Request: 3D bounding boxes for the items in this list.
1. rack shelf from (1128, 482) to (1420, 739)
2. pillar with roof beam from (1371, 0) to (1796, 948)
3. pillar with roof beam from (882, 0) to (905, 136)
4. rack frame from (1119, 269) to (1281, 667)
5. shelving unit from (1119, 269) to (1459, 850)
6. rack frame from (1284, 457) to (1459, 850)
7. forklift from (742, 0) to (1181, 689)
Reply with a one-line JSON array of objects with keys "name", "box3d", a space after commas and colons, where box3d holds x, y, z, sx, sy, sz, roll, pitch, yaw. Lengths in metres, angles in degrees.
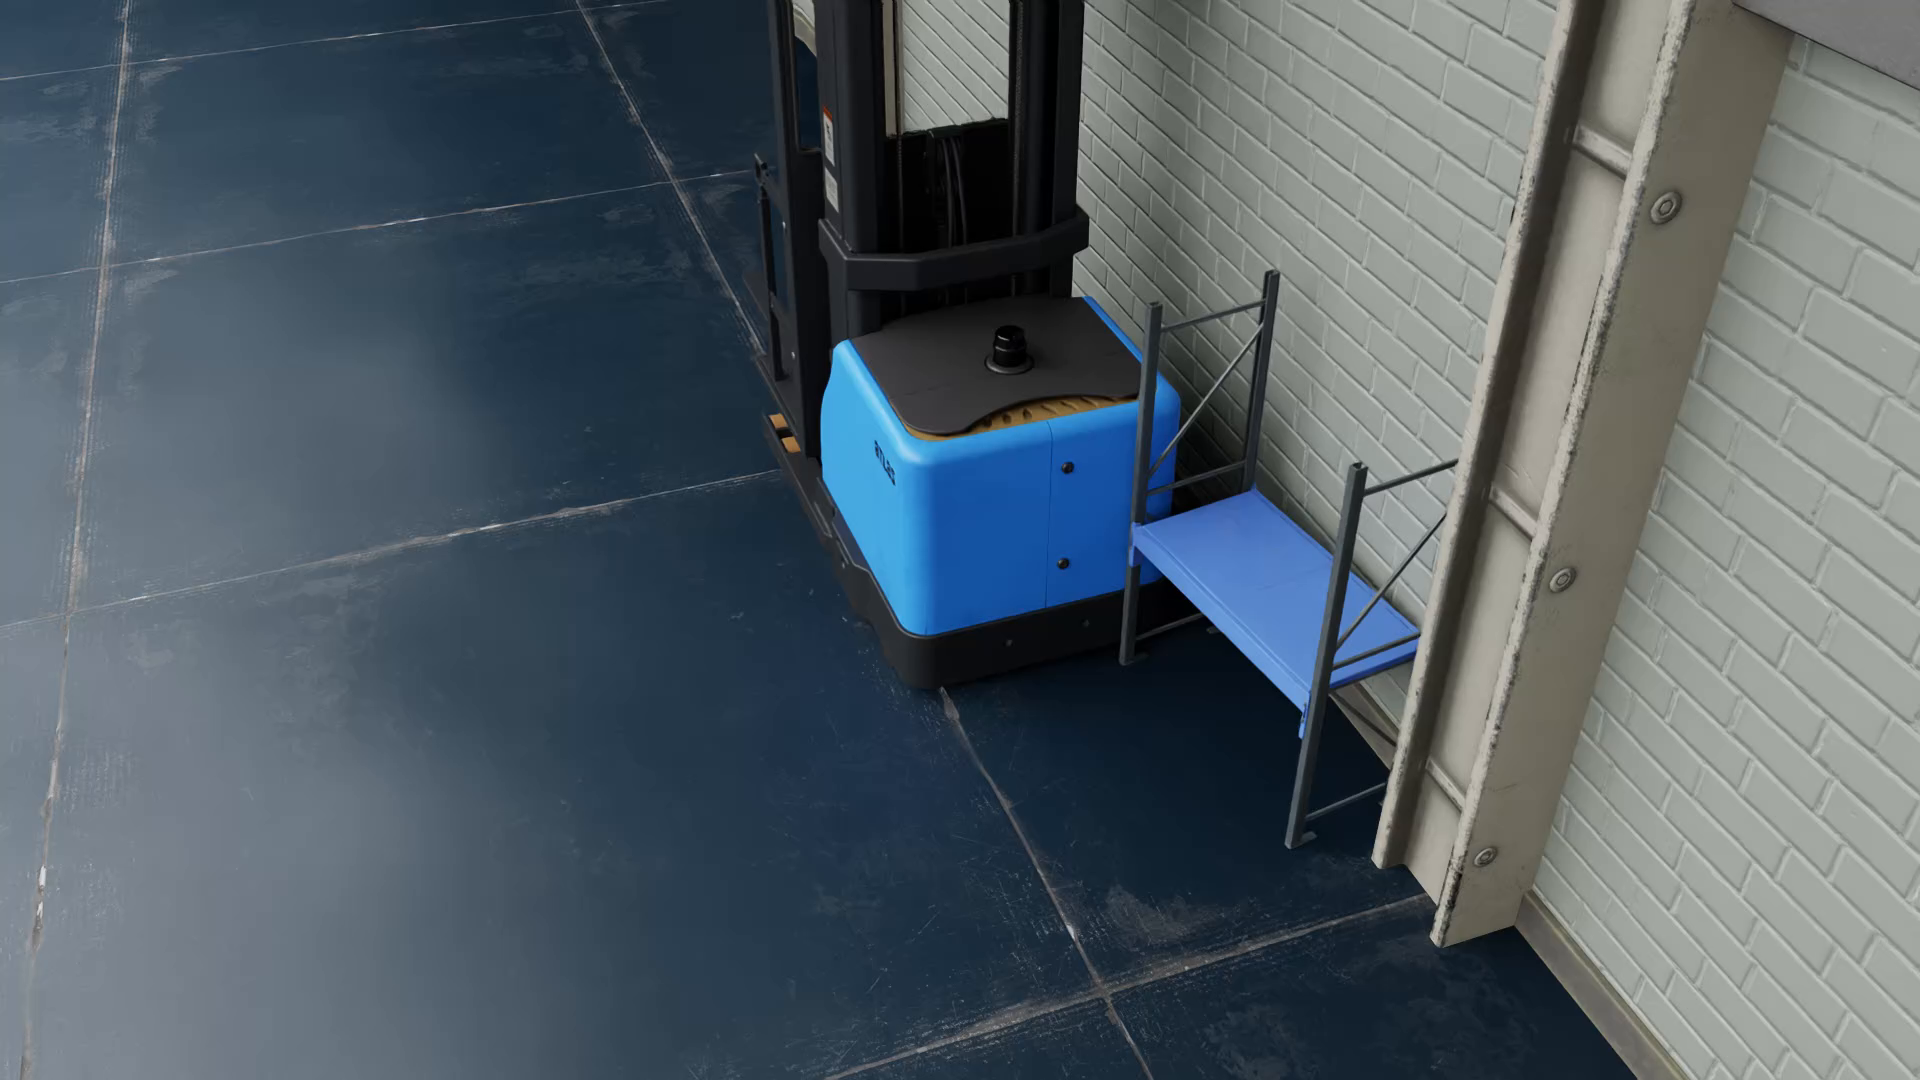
[{"name": "rack shelf", "box3d": [1.052, 0.205, 5.530, 0.538, 0.185, 1.000, -17, 40, -22]}, {"name": "pillar with roof beam", "box3d": [-2.500, -1.596, 1.390, 9.100, 9.000, 0.400, -12, 39, -16]}, {"name": "pillar with roof beam", "box3d": [-4.565, -4.986, 5.890, 9.100, 9.000, 0.400, -12, 39, -16]}, {"name": "rack frame", "box3d": [0.816, -0.209, 5.781, 0.500, 1.500, 0.032, -17, 40, -22]}, {"name": "shelving unit", "box3d": [1.052, 0.062, 5.422, 0.538, 1.500, 1.048, -17, 40, -22]}, {"name": "rack frame", "box3d": [1.288, 0.333, 5.062, 0.500, 1.500, 0.032, -17, 40, -22]}, {"name": "forklift", "box3d": [-0.220, -1.526, 6.340, 1.130, 2.935, 3.031, -13, 39, -16]}]
